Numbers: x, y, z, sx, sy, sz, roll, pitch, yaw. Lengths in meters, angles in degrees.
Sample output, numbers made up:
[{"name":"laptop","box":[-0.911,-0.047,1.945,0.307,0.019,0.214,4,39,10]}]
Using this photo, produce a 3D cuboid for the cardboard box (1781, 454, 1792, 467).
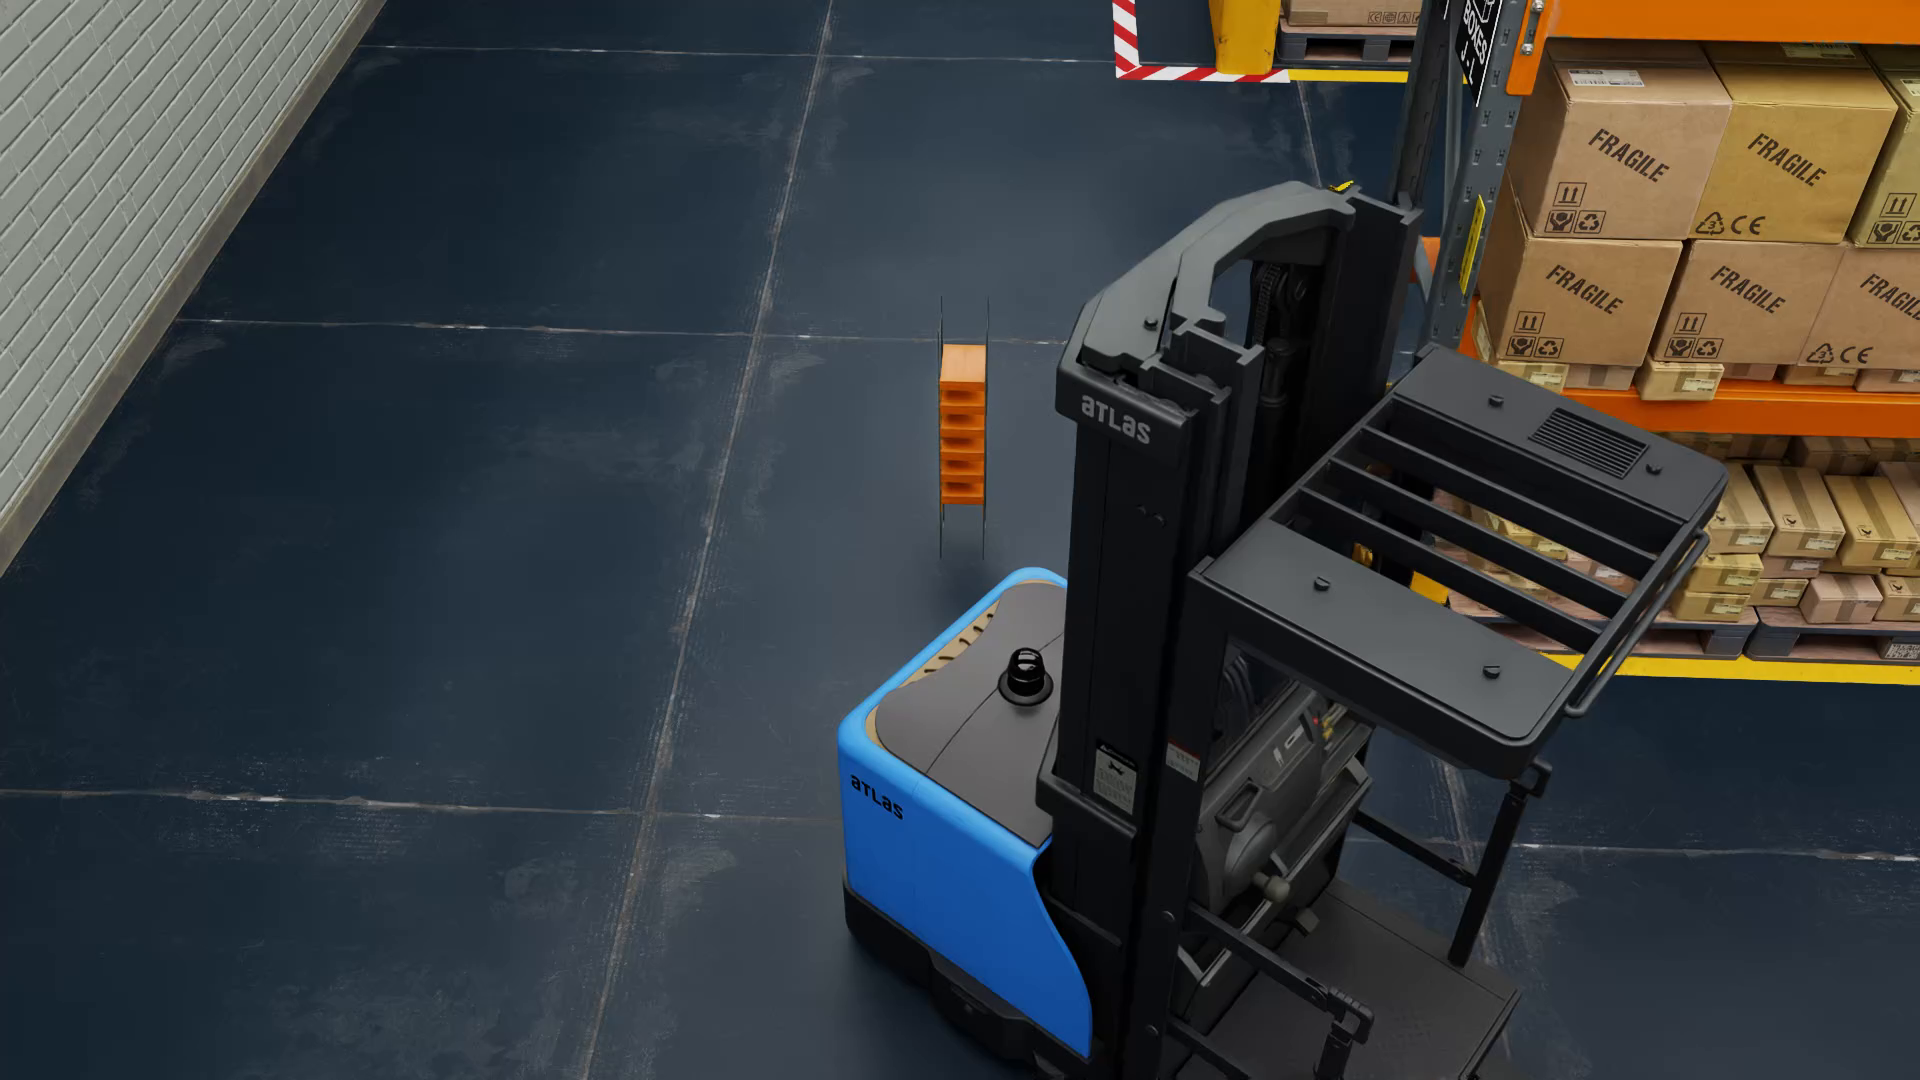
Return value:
[{"name":"cardboard box","box":[3.533,-0.375,7.017,0.250,0.149,0.380,4,43,4]}]

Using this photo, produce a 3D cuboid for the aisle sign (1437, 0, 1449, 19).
[{"name":"aisle sign","box":[1.641,-2.177,5.479,0.004,0.787,0.394,2,43,2]}]

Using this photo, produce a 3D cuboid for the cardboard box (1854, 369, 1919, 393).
[{"name":"cardboard box","box":[3.312,-0.704,5.989,0.250,0.149,0.380,1,43,1]}]

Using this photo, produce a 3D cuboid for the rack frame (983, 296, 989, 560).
[{"name":"rack frame","box":[0.106,-0.436,6.838,0.006,1.200,0.240,2,43,2]}]

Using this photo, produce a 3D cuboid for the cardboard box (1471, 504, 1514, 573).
[{"name":"cardboard box","box":[2.213,-0.048,6.666,0.250,0.149,0.380,3,43,4]}]

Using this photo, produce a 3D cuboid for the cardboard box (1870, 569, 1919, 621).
[{"name":"cardboard box","box":[3.756,0.142,6.680,0.250,0.149,0.380,2,43,2]}]

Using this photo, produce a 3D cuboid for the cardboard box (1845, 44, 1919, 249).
[{"name":"cardboard box","box":[3.160,-1.294,5.413,0.500,0.500,0.500,1,43,1]}]

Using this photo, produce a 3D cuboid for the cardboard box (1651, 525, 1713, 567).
[{"name":"cardboard box","box":[2.736,-0.079,6.481,0.250,0.149,0.380,2,43,2]}]

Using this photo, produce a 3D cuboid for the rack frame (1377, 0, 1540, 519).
[{"name":"rack frame","box":[1.701,-1.019,6.144,0.127,3.000,1.000,2,43,2]}]

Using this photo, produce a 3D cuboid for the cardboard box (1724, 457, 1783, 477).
[{"name":"cardboard box","box":[3.278,-0.395,7.039,0.250,0.149,0.380,2,43,3]}]

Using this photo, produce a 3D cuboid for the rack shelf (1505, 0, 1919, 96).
[{"name":"rack shelf","box":[3.699,-1.792,5.301,4.000,0.370,1.077,2,43,2]}]

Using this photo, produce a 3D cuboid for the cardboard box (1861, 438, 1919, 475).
[{"name":"cardboard box","box":[3.802,-0.442,6.871,0.250,0.149,0.380,2,43,2]}]

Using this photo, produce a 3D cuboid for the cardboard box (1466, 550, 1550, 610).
[{"name":"cardboard box","box":[2.210,0.104,6.721,0.250,0.149,0.380,3,43,3]}]

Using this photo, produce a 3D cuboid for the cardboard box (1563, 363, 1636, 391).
[{"name":"cardboard box","box":[2.266,-0.715,6.001,0.250,0.149,0.380,3,43,3]}]

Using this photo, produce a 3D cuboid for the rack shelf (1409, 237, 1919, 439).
[{"name":"rack shelf","box":[3.699,-0.695,6.323,4.000,0.370,1.077,2,43,2]}]

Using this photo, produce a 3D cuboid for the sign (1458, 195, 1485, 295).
[{"name":"sign","box":[1.677,-0.967,5.452,0.005,0.325,0.100,2,43,2]}]

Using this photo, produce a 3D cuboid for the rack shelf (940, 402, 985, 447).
[{"name":"rack shelf","box":[0.014,-0.494,6.789,0.180,0.103,0.258,2,43,2]}]

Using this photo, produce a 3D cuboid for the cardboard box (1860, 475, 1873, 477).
[{"name":"cardboard box","box":[3.810,-0.385,7.028,0.250,0.149,0.380,2,43,2]}]

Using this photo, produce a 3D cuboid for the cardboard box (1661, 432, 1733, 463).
[{"name":"cardboard box","box":[3.010,-0.485,6.917,0.250,0.149,0.380,0,43,0]}]

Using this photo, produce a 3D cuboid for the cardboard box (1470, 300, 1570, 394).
[{"name":"cardboard box","box":[2.010,-0.694,5.979,0.250,0.149,0.380,1,43,2]}]

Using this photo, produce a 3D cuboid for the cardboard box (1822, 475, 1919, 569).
[{"name":"cardboard box","box":[3.525,-0.073,6.475,0.250,0.149,0.380,2,43,3]}]

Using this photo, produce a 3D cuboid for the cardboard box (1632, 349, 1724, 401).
[{"name":"cardboard box","box":[2.532,-0.670,5.953,0.250,0.149,0.380,1,43,1]}]

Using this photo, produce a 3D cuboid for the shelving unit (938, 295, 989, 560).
[{"name":"shelving unit","box":[0.014,-0.439,6.841,0.189,1.200,0.258,2,43,2]}]

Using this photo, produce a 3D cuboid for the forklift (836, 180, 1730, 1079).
[{"name":"forklift","box":[1.063,0.671,4.379,3.031,2.935,1.130,29,50,28]}]

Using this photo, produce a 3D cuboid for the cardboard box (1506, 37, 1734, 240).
[{"name":"cardboard box","box":[2.137,-1.336,5.459,0.500,0.500,0.500,2,43,2]}]

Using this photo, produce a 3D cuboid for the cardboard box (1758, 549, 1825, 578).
[{"name":"cardboard box","box":[3.253,-0.029,6.645,0.250,0.149,0.380,0,43,0]}]

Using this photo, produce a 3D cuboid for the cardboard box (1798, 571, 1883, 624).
[{"name":"cardboard box","box":[3.478,0.152,6.670,0.250,0.149,0.380,0,43,0]}]

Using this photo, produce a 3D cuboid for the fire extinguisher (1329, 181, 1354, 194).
[{"name":"fire extinguisher","box":[1.470,-1.177,6.643,0.183,0.674,0.296,2,43,2]}]

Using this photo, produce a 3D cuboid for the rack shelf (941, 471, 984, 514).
[{"name":"rack shelf","box":[0.014,-0.230,7.034,0.180,0.103,0.258,2,43,2]}]

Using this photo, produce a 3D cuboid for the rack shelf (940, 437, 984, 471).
[{"name":"rack shelf","box":[0.014,-0.406,6.871,0.180,0.103,0.258,2,43,2]}]

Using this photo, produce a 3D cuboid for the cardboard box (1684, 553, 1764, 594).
[{"name":"cardboard box","box":[2.984,0.028,6.585,0.250,0.149,0.380,3,43,3]}]

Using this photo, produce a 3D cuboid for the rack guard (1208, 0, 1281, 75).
[{"name":"rack guard","box":[1.799,-3.479,10.618,0.348,0.500,1.175,2,43,2]}]

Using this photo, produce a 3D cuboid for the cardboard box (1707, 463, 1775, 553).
[{"name":"cardboard box","box":[2.987,-0.128,6.533,0.250,0.149,0.380,0,43,0]}]

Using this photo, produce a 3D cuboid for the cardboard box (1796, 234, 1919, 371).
[{"name":"cardboard box","box":[3.162,-0.940,5.767,0.500,0.500,0.500,2,43,2]}]

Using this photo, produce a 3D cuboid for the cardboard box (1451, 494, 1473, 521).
[{"name":"cardboard box","box":[2.236,-0.256,7.107,0.250,0.149,0.380,2,43,3]}]

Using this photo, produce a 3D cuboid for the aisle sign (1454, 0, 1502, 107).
[{"name":"aisle sign","box":[1.614,-1.769,5.041,0.004,0.787,0.394,2,43,2]}]

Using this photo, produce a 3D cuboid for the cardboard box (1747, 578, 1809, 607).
[{"name":"cardboard box","box":[3.233,0.085,6.742,0.250,0.149,0.380,2,43,2]}]

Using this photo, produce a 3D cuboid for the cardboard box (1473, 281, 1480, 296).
[{"name":"cardboard box","box":[2.039,-1.110,6.425,0.250,0.149,0.380,2,43,2]}]

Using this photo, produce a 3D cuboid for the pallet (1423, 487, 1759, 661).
[{"name":"pallet","box":[2.587,0.052,7.039,1.213,0.211,1.003,2,43,2]}]

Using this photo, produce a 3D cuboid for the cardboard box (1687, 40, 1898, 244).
[{"name":"cardboard box","box":[2.642,-1.325,5.447,0.500,0.500,0.500,3,43,3]}]

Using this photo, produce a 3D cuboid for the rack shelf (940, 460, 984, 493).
[{"name":"rack shelf","box":[0.014,-0.318,6.953,0.180,0.103,0.258,2,43,2]}]

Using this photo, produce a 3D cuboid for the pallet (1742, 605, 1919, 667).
[{"name":"pallet","box":[3.802,0.091,6.997,1.213,0.211,1.003,2,43,2]}]

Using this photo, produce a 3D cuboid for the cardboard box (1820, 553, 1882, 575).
[{"name":"cardboard box","box":[3.526,-0.049,6.667,0.250,0.149,0.380,4,43,4]}]

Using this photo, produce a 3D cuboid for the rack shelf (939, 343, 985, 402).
[{"name":"rack shelf","box":[0.014,-0.669,6.625,0.180,0.103,0.258,2,43,2]}]

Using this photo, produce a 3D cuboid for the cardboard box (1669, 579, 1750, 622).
[{"name":"cardboard box","box":[2.974,0.142,6.681,0.250,0.149,0.380,2,43,2]}]

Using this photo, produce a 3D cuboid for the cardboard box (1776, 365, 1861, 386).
[{"name":"cardboard box","box":[3.067,-0.730,6.018,0.250,0.149,0.380,1,43,1]}]

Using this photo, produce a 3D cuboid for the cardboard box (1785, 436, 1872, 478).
[{"name":"cardboard box","box":[3.539,-0.431,6.859,0.250,0.149,0.380,0,43,0]}]

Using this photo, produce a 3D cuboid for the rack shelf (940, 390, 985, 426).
[{"name":"rack shelf","box":[0.014,-0.582,6.707,0.180,0.103,0.258,2,43,2]}]

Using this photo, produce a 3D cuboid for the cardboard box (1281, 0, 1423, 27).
[{"name":"cardboard box","box":[2.487,-3.657,10.547,0.875,0.438,0.875,0,43,0]}]

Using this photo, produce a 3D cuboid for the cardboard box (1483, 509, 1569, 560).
[{"name":"cardboard box","box":[2.209,-0.100,6.504,0.250,0.149,0.380,0,43,0]}]

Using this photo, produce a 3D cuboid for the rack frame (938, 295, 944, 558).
[{"name":"rack frame","box":[-0.077,-0.441,6.844,0.006,1.200,0.240,2,43,2]}]

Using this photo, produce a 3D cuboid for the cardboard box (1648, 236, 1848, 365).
[{"name":"cardboard box","box":[2.673,-0.964,5.793,0.500,0.500,0.500,2,43,2]}]

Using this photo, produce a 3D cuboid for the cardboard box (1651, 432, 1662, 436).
[{"name":"cardboard box","box":[2.754,-0.536,6.971,0.250,0.149,0.380,1,43,1]}]

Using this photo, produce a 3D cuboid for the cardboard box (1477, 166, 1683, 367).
[{"name":"cardboard box","box":[2.137,-0.963,5.792,0.500,0.500,0.500,4,43,4]}]

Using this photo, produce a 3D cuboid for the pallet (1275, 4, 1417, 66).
[{"name":"pallet","box":[2.625,-3.402,10.747,1.213,0.211,1.003,2,43,2]}]

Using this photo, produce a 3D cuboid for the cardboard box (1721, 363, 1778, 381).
[{"name":"cardboard box","box":[2.797,-0.755,6.045,0.250,0.149,0.380,4,43,4]}]
